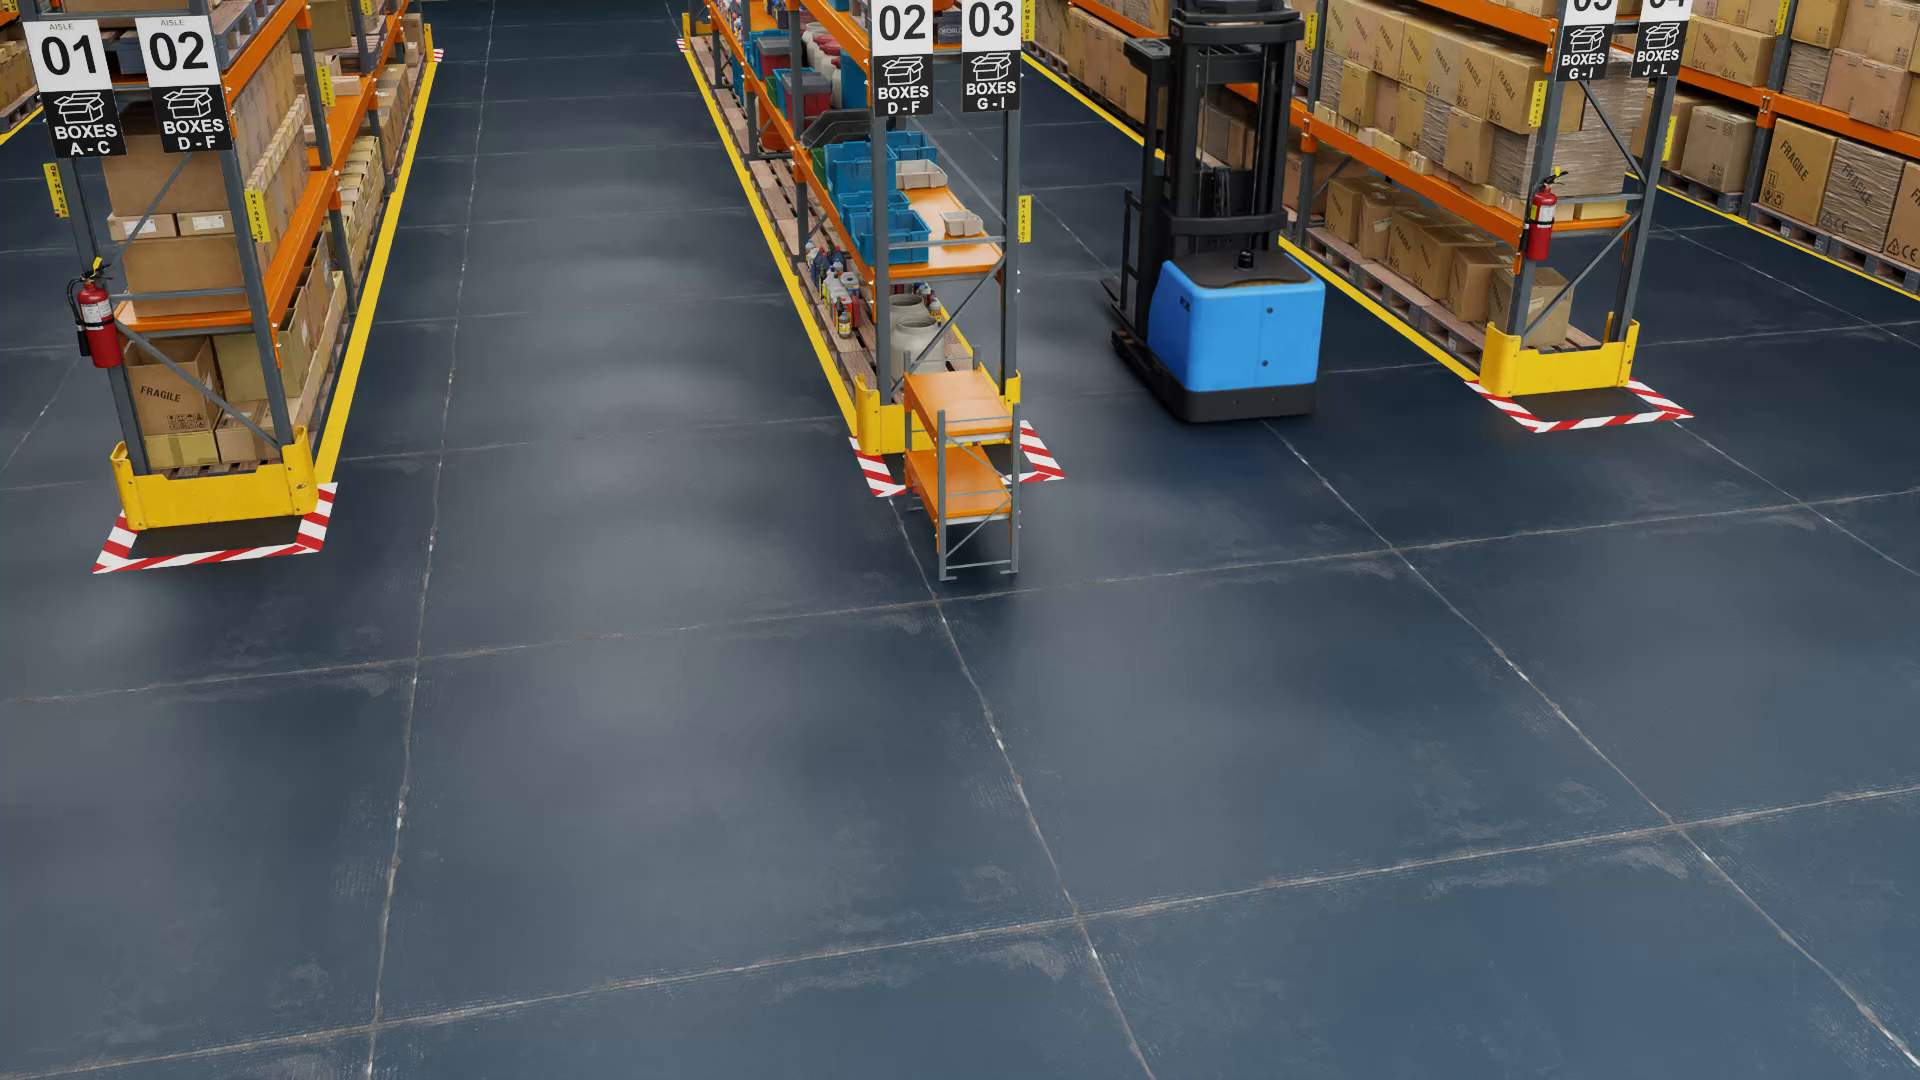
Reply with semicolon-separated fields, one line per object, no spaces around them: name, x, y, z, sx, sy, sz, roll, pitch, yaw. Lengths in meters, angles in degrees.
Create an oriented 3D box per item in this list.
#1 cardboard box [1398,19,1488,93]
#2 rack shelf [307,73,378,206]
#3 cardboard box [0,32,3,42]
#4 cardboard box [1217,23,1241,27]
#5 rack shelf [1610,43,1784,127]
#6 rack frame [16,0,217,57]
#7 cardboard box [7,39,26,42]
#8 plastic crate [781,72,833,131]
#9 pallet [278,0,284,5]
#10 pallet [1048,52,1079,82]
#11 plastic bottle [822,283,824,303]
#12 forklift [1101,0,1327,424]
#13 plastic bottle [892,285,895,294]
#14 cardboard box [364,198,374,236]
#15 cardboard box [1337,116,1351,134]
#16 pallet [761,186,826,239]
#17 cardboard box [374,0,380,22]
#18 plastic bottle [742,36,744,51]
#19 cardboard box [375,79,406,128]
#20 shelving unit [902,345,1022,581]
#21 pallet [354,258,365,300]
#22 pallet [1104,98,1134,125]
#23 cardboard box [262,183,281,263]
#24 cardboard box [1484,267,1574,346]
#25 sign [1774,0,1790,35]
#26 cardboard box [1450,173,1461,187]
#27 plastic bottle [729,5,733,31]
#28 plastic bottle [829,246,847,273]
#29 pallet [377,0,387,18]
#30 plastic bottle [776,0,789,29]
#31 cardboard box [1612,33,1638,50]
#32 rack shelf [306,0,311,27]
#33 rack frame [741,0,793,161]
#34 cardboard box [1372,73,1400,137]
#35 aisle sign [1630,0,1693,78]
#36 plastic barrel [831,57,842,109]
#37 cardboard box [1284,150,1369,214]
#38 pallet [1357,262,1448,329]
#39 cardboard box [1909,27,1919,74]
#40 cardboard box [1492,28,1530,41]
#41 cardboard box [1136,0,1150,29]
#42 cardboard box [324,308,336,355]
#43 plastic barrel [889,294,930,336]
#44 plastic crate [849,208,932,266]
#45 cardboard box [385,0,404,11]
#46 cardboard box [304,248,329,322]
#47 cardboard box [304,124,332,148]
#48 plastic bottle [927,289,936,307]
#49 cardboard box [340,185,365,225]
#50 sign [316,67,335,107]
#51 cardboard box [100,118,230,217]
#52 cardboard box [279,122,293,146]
cardboard box;4.031;-4.046;13.886;0.500;0.500;0.500;-6;27;-12
rack shelf;-6.276;-3.855;15.857;1.077;0.370;4.000;-6;27;-12
cardboard box;-13.094;-6.716;22.316;0.380;0.149;0.250;-6;27;-11
cardboard box;3.080;-5.420;17.860;0.500;0.250;0.500;-7;28;-13
rack shelf;8.232;-5.319;18.757;1.077;0.370;4.000;-6;27;-12
rack frame;-4.923;-4.220;9.125;1.000;3.000;0.127;-6;27;-12
cardboard box;-12.987;-6.616;22.838;0.700;0.500;0.500;-6;27;-12
plastic crate;-1.405;-4.010;15.294;0.402;0.464;0.583;-6;27;-12
pallet;-5.607;-4.226;12.563;1.003;0.211;1.213;-6;27;-12
pallet;1.929;-6.911;24.209;1.003;0.211;1.213;-6;27;-12
plastic bottle;-1.137;-2.141;14.280;0.097;0.201;0.097;0;27;0
forklift;1.892;-2.806;13.057;1.130;2.935;3.031;-5;27;-10
plastic bottle;-0.550;-2.282;14.469;0.061;0.283;0.133;-6;27;-12
cardboard box;-6.021;-3.135;16.219;0.500;0.250;0.500;-5;27;-11
cardboard box;3.710;-3.847;15.323;0.380;0.149;0.250;-6;27;-12
pallet;-1.491;-3.432;17.316;1.003;0.211;1.213;-6;27;-12
cardboard box;-7.169;-6.273;19.272;0.700;0.500;0.500;-13;30;-25
plastic bottle;-2.415;-5.654;18.843;0.097;0.201;0.097;0;27;0
cardboard box;-7.022;-5.265;20.138;0.500;0.500;0.500;-6;27;-11
shelving unit;-0.002;-0.505;10.502;0.538;1.125;1.048;-6;27;-12
pallet;-6.029;-2.373;15.217;1.003;0.211;1.213;-6;27;-12
pallet;2.550;-5.702;21.813;1.003;0.211;1.213;-6;27;-12
cardboard box;-5.245;-2.242;11.751;0.700;0.500;0.500;-6;27;-11
cardboard box;4.604;-1.894;13.481;0.500;0.500;0.500;-1;27;-2
sign;8.156;-5.184;16.495;0.100;0.325;0.005;-6;27;-12
cardboard box;4.244;-2.978;13.600;0.380;0.149;0.250;-6;27;-12
plastic bottle;-2.736;-6.279;19.991;0.061;0.283;0.133;-6;27;-12
plastic bottle;-1.080;-2.432;14.690;0.144;0.351;0.185;-6;27;-12
pallet;-7.554;-6.363;20.240;1.003;0.211;1.213;-6;27;-12
plastic bottle;-2.145;-6.361;20.079;0.144;0.351;0.185;-6;27;-12
cardboard box;7.850;-5.894;18.987;0.500;0.500;0.500;-6;27;-12
rack shelf;-6.276;-5.194;15.181;1.077;0.370;4.000;-6;27;-12
rack frame;-1.900;-5.556;18.428;1.000;3.000;0.127;-6;27;-12
cardboard box;4.158;-3.844;14.595;0.875;0.500;0.500;-6;27;-12
aisle sign;5.035;-3.710;11.887;0.394;0.787;0.004;-6;27;-12
plastic barrel;-1.000;-4.303;15.795;0.433;0.535;0.433;0;27;0
cardboard box;3.710;-3.655;16.948;0.700;0.500;0.500;-8;28;-16
pallet;4.292;-2.230;14.933;1.003;0.211;1.213;-6;27;-12
cardboard box;9.084;-4.433;14.839;0.875;0.550;0.500;-6;27;-12
cardboard box;4.651;-3.879;13.556;0.500;0.500;0.500;-6;27;-12
cardboard box;2.467;-6.514;20.216;0.500;0.500;0.500;-6;27;-12
cardboard box;-5.277;-1.638;13.252;0.500;0.250;0.500;-6;27;-12
plastic barrel;-0.432;-1.622;12.929;0.421;0.512;0.421;0;27;0
plastic crate;-0.501;-2.167;11.878;0.499;0.251;0.616;-6;27;-12
cardboard box;-7.477;-7.106;21.389;0.500;0.500;0.500;-5;27;-10
cardboard box;-5.290;-1.972;13.081;0.500;0.500;0.500;-6;27;-12
cardboard box;-5.825;-3.596;14.824;0.380;0.149;0.250;-6;27;-12
plastic bottle;-0.235;-1.956;13.823;0.061;0.283;0.133;-5;27;-11
cardboard box;-5.901;-3.163;15.650;0.500;0.311;0.500;-7;28;-13
sign;-5.284;-3.777;13.856;0.100;0.325;0.005;-6;27;-12
cardboard box;-5.028;-2.395;10.616;0.700;0.500;0.500;-6;27;-11
cardboard box;-5.327;-3.088;12.708;0.380;0.149;0.250;-6;27;-12
